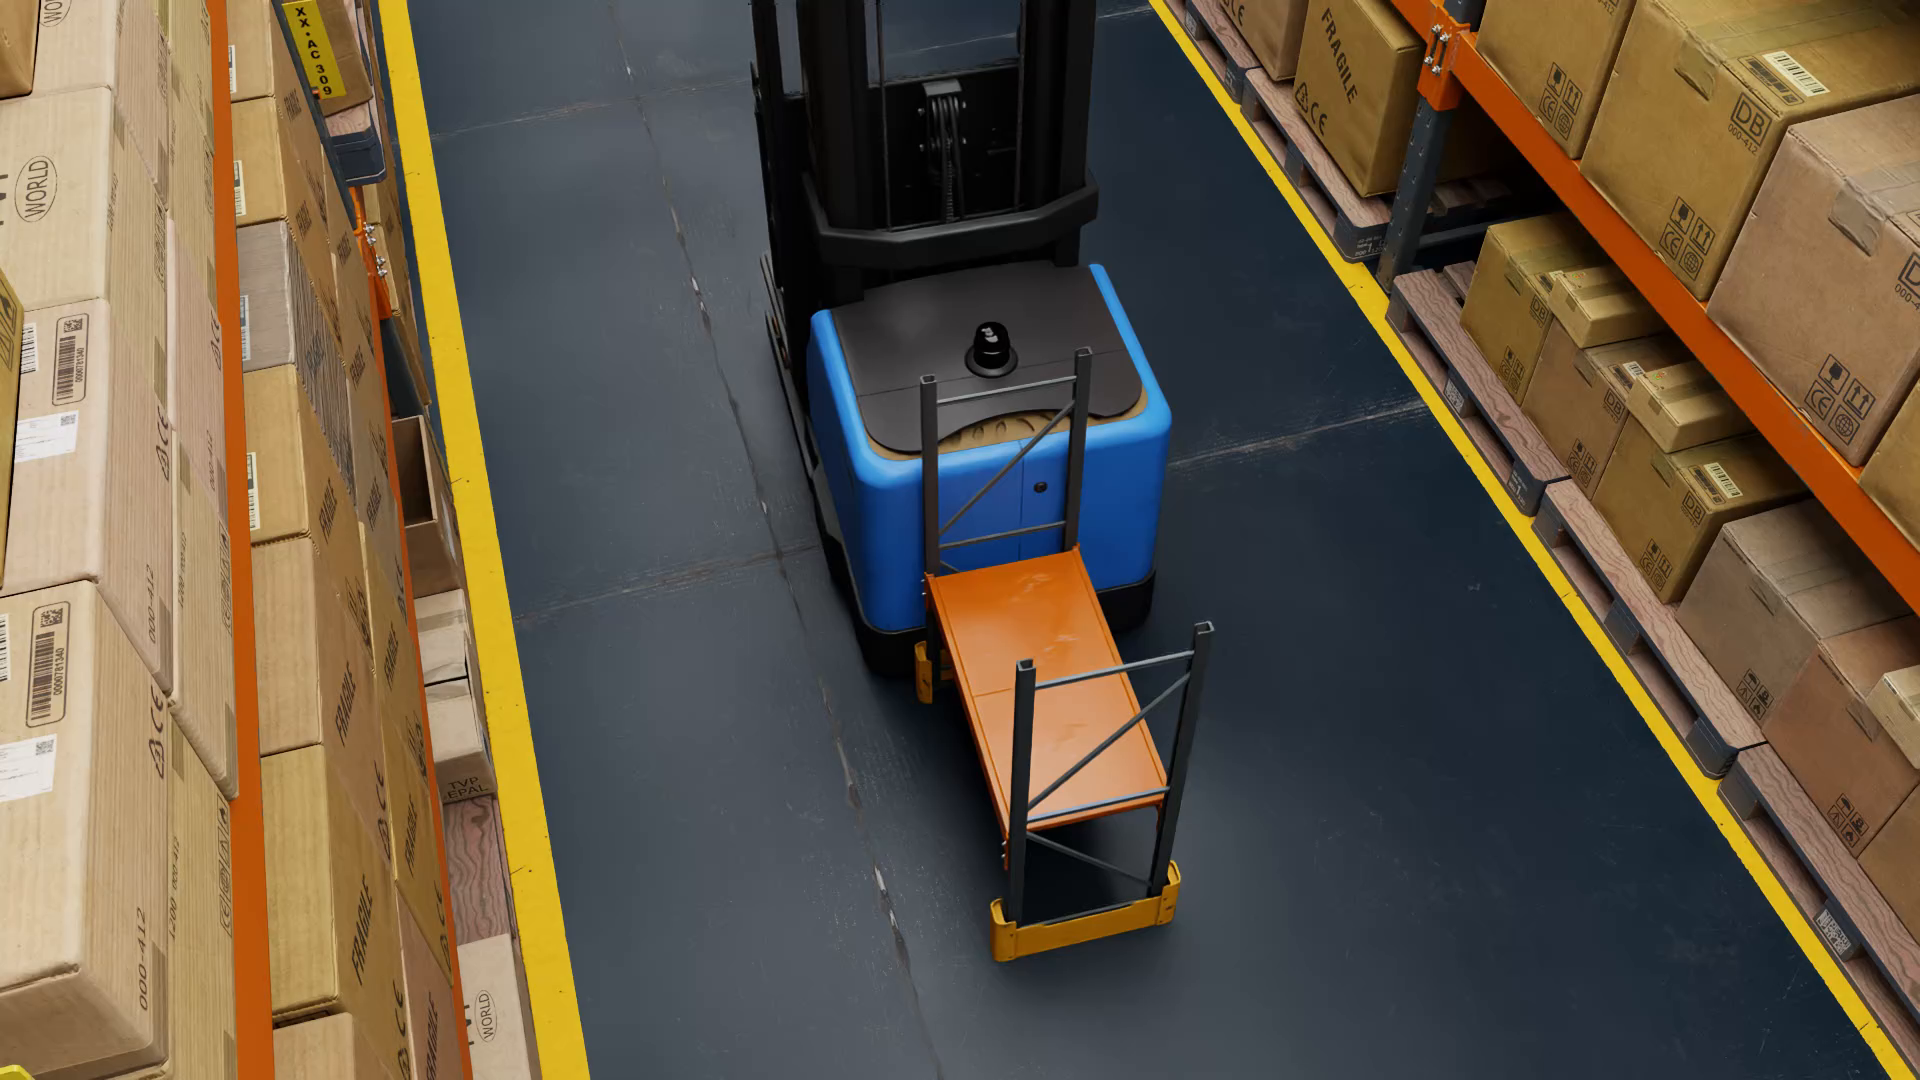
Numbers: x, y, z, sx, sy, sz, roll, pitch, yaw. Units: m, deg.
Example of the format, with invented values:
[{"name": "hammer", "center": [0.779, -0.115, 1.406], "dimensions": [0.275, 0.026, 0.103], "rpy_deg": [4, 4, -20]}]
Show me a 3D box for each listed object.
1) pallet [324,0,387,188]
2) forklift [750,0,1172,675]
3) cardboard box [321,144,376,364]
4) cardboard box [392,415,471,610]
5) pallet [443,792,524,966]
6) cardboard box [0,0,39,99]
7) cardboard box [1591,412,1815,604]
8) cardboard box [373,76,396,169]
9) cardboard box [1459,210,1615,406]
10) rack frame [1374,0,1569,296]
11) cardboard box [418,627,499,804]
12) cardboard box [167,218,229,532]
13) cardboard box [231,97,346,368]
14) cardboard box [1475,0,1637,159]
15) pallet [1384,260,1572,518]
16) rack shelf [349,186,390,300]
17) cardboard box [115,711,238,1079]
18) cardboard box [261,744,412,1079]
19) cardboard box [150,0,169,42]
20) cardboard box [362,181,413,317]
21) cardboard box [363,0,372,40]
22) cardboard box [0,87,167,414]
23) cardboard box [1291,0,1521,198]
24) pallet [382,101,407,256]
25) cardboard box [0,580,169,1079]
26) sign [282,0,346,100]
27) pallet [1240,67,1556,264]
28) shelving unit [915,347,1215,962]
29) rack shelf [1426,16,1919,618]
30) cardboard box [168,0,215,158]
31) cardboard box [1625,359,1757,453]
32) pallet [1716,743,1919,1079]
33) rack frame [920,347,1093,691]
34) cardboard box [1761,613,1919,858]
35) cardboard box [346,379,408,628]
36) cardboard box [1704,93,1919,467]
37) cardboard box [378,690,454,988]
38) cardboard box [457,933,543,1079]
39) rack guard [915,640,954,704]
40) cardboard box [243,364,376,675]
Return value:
[{"name": "pallet", "center": [-2.571, -1.595, 5.758], "dimensions": [1.003, 0.211, 1.213], "rpy_deg": [-13, 51, -11]}, {"name": "forklift", "center": [-0.175, -1.632, 5.709], "dimensions": [1.130, 2.935, 3.031], "rpy_deg": [-11, 51, -9]}, {"name": "cardboard box", "center": [-2.046, -0.774, 4.875], "dimensions": [0.500, 0.500, 0.500], "rpy_deg": [-13, 51, -10]}, {"name": "cardboard box", "center": [-1.999, -0.033, 5.663], "dimensions": [0.500, 0.500, 0.500], "rpy_deg": [-13, 51, -11]}, {"name": "pallet", "center": [-1.872, 1.245, 5.063], "dimensions": [1.003, 0.211, 1.213], "rpy_deg": [-13, 51, -11]}, {"name": "cardboard box", "center": [-1.799, -0.932, 2.392], "dimensions": [0.700, 0.500, 0.500], "rpy_deg": [-13, 51, -11]}, {"name": "cardboard box", "center": [2.711, -0.189, 5.807], "dimensions": [0.700, 0.500, 0.500], "rpy_deg": [-12, 51, -10]}, {"name": "cardboard box", "center": [-2.807, -1.916, 7.251], "dimensions": [0.500, 0.500, 0.500], "rpy_deg": [-15, 52, -12]}, {"name": "cardboard box", "center": [2.416, -0.932, 6.434], "dimensions": [0.700, 0.500, 0.500], "rpy_deg": [-13, 51, -11]}, {"name": "rack frame", "center": [2.292, -2.171, 6.119], "dimensions": [1.000, 3.000, 0.127], "rpy_deg": [-13, 51, -11]}, {"name": "cardboard box", "center": [-1.777, 0.576, 5.273], "dimensions": [0.500, 0.311, 0.500], "rpy_deg": [-13, 51, -11]}, {"name": "cardboard box", "center": [-1.450, -0.211, 2.602], "dimensions": [0.500, 0.250, 0.500], "rpy_deg": [-13, 51, -11]}, {"name": "cardboard box", "center": [-1.888, -0.719, 4.175], "dimensions": [0.500, 0.500, 0.500], "rpy_deg": [-14, 51, -12]}, {"name": "cardboard box", "center": [2.437, -1.868, 5.667], "dimensions": [0.980, 0.700, 0.700], "rpy_deg": [-13, 51, -10]}, {"name": "pallet", "center": [2.443, -0.699, 6.702], "dimensions": [1.003, 0.211, 1.213], "rpy_deg": [-13, 51, -11]}, {"name": "rack shelf", "center": [-3.030, -2.277, 6.679], "dimensions": [1.077, 0.370, 4.000], "rpy_deg": [-13, 51, -11]}, {"name": "cardboard box", "center": [-1.165, 0.522, 1.984], "dimensions": [0.500, 0.250, 0.500], "rpy_deg": [-13, 51, -11]}, {"name": "cardboard box", "center": [-1.297, 0.755, 2.933], "dimensions": [0.500, 0.500, 0.500], "rpy_deg": [-13, 51, -11]}, {"name": "cardboard box", "center": [-1.745, -1.103, 3.027], "dimensions": [0.500, 0.250, 0.500], "rpy_deg": [-13, 51, -11]}, {"name": "cardboard box", "center": [-2.517, -1.180, 6.630], "dimensions": [0.500, 0.500, 0.500], "rpy_deg": [-13, 51, -10]}, {"name": "cardboard box", "center": [-3.121, -2.676, 7.891], "dimensions": [0.500, 0.500, 0.500], "rpy_deg": [-12, 51, -10]}, {"name": "cardboard box", "center": [-1.454, -0.371, 2.410], "dimensions": [0.500, 0.250, 0.500], "rpy_deg": [-13, 51, -11]}, {"name": "cardboard box", "center": [1.976, -2.059, 7.155], "dimensions": [0.750, 0.750, 0.750], "rpy_deg": [-13, 51, -11]}, {"name": "pallet", "center": [-3.080, -1.628, 7.484], "dimensions": [1.003, 0.211, 1.213], "rpy_deg": [-13, 51, -11]}, {"name": "cardboard box", "center": [-1.159, 0.359, 1.794], "dimensions": [0.500, 0.250, 0.500], "rpy_deg": [-13, 51, -11]}, {"name": "sign", "center": [-1.923, -1.456, 4.949], "dimensions": [0.100, 0.325, 0.005], "rpy_deg": [-13, 51, -11]}, {"name": "pallet", "center": [1.992, -1.819, 7.645], "dimensions": [1.003, 0.211, 1.213], "rpy_deg": [-13, 51, -11]}, {"name": "shelving unit", "center": [0.259, 0.372, 4.955], "dimensions": [0.587, 1.500, 1.083], "rpy_deg": [-11, 51, -9]}, {"name": "rack shelf", "center": [2.884, -0.479, 5.162], "dimensions": [1.077, 0.370, 4.000], "rpy_deg": [-13, 51, -11]}, {"name": "cardboard box", "center": [-1.747, -0.941, 3.218], "dimensions": [0.500, 0.250, 0.500], "rpy_deg": [-13, 51, -11]}, {"name": "cardboard box", "center": [2.497, -0.468, 5.619], "dimensions": [0.380, 0.149, 0.250], "rpy_deg": [-15, 51, -12]}, {"name": "pallet", "center": [3.164, 1.083, 5.199], "dimensions": [1.003, 0.211, 1.213], "rpy_deg": [-13, 51, -11]}, {"name": "rack frame", "center": [0.132, -0.012, 5.279], "dimensions": [0.500, 1.500, 0.032], "rpy_deg": [-11, 51, -9]}, {"name": "cardboard box", "center": [3.025, 0.566, 5.171], "dimensions": [0.700, 0.500, 0.500], "rpy_deg": [-13, 51, -11]}, {"name": "cardboard box", "center": [-1.738, -0.023, 4.242], "dimensions": [0.500, 0.500, 0.500], "rpy_deg": [-12, 51, -10]}, {"name": "cardboard box", "center": [2.872, -0.805, 4.770], "dimensions": [0.980, 0.700, 0.700], "rpy_deg": [-16, 52, -13]}, {"name": "cardboard box", "center": [-1.438, 0.714, 3.621], "dimensions": [0.500, 0.500, 0.500], "rpy_deg": [-13, 51, -11]}, {"name": "cardboard box", "center": [-1.441, 1.426, 4.597], "dimensions": [0.500, 0.250, 0.500], "rpy_deg": [-13, 51, -11]}, {"name": "rack guard", "center": [0.137, 0.406, 5.744], "dimensions": [0.587, 0.250, 0.087], "rpy_deg": [-11, 51, -9]}, {"name": "cardboard box", "center": [-1.591, 0.017, 3.554], "dimensions": [0.500, 0.500, 0.500], "rpy_deg": [-14, 51, -11]}]
